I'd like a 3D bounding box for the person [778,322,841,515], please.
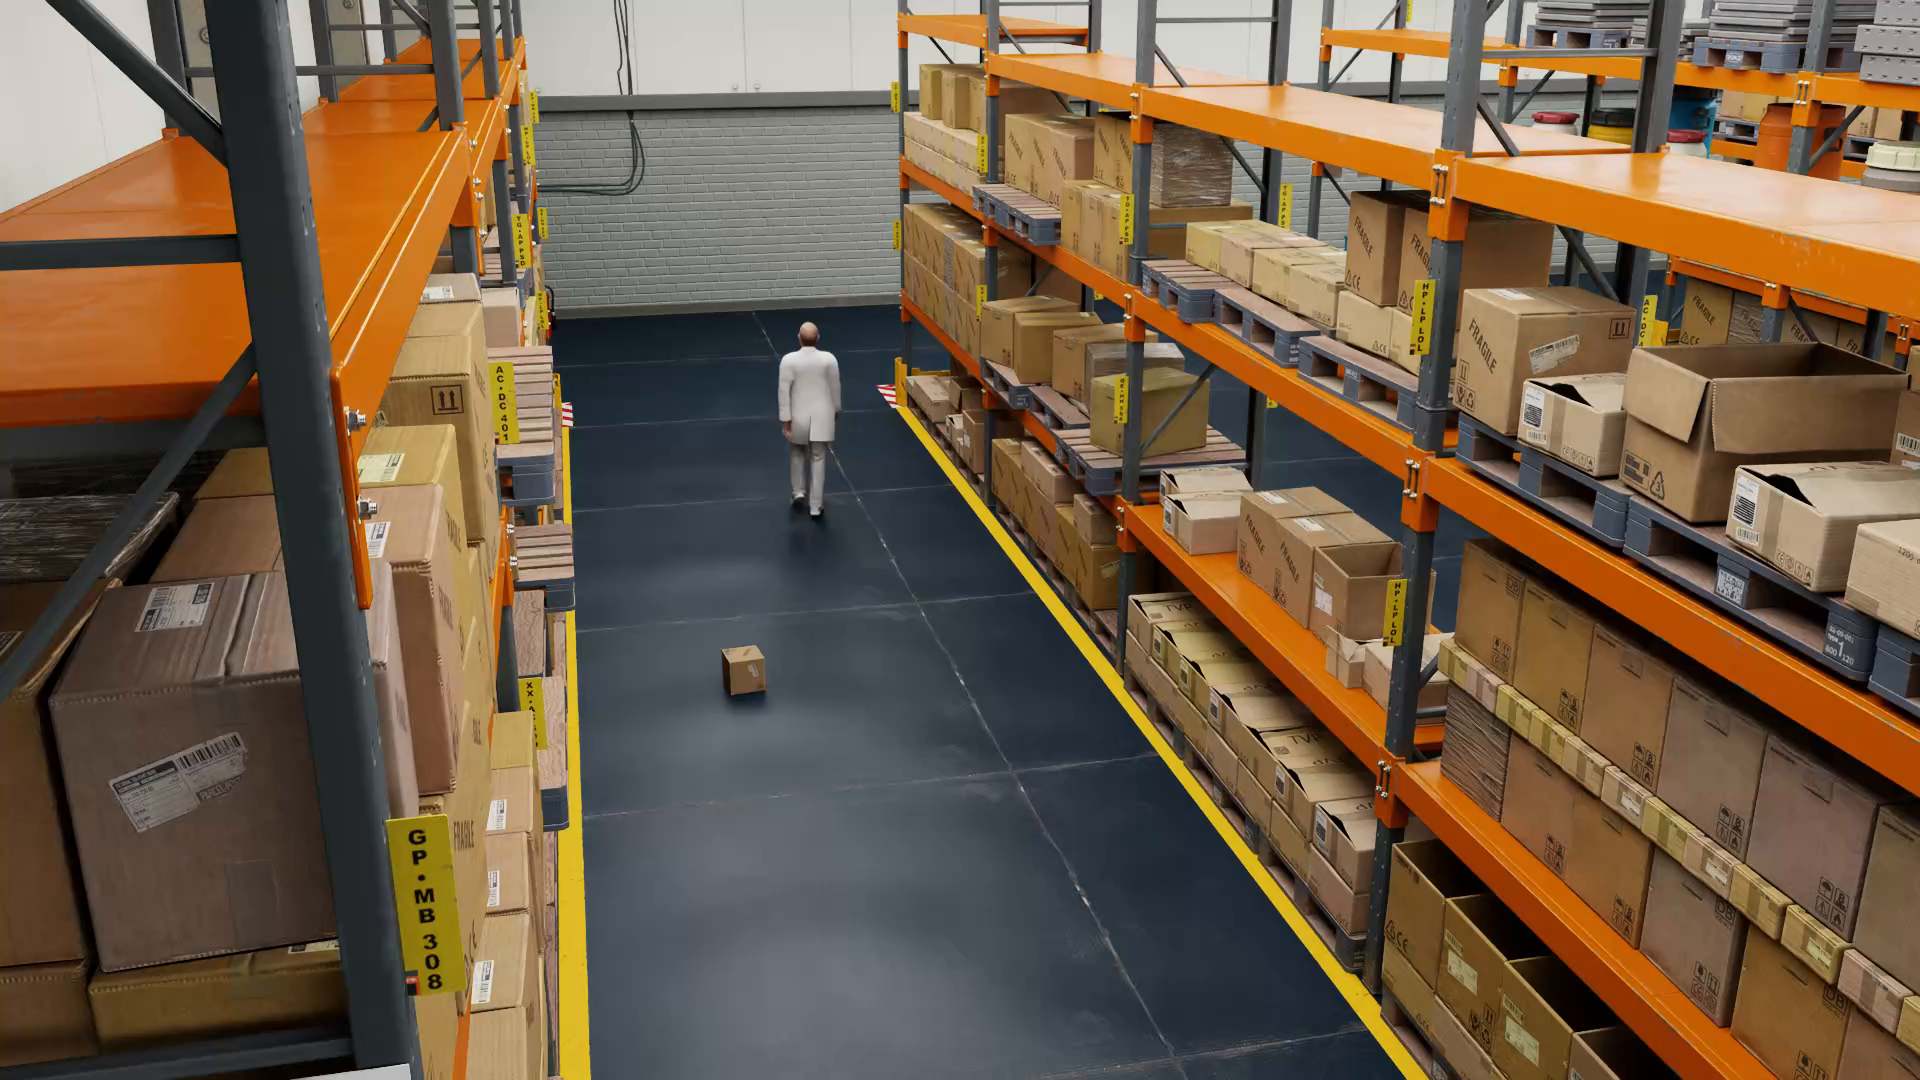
[{"bbox_3d":[-1.370,-1.140,15.264,0.571,1.758,0.641,-1,19,-3],"label":"person"}]
